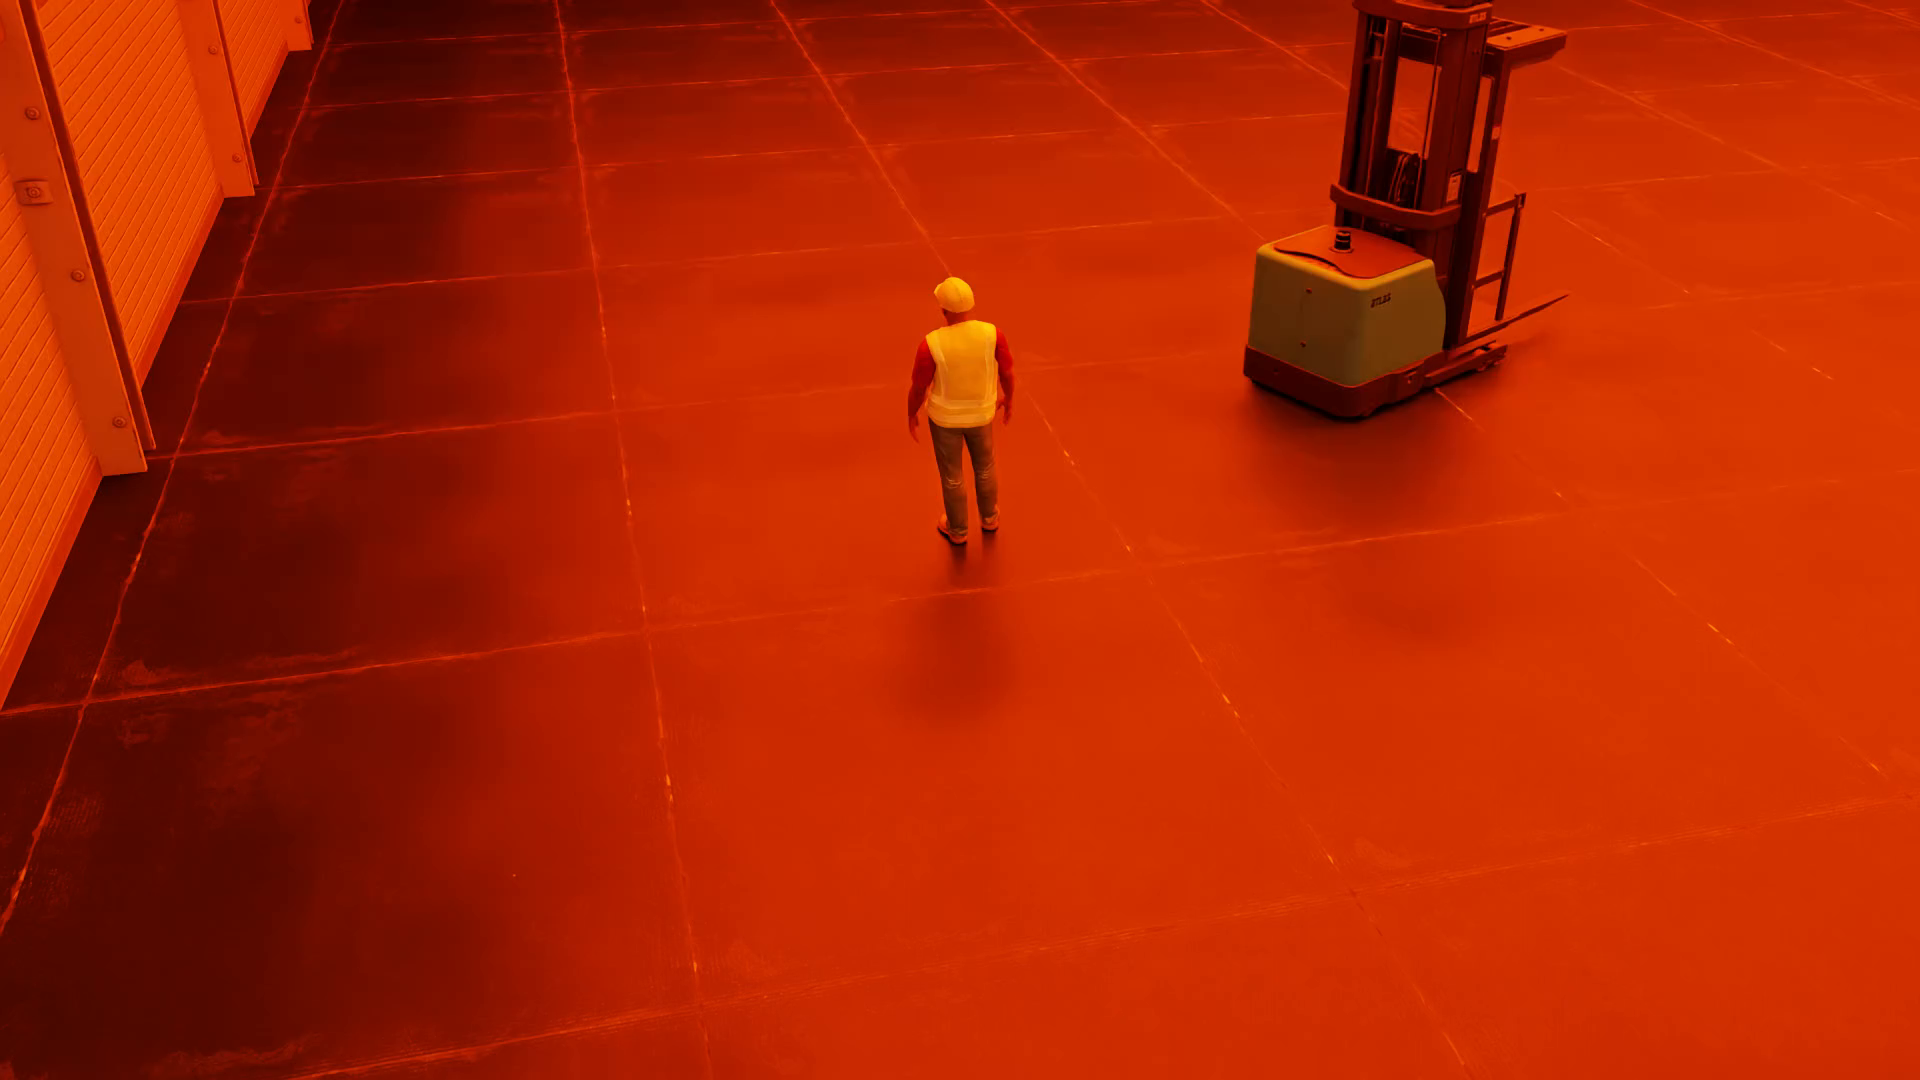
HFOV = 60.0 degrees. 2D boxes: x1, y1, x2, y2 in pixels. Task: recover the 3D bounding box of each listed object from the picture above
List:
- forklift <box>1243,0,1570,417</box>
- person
[{"bbox_3d":[3.590,-2.744,12.314,3.031,2.935,1.130,-22,37,-33],"label":"forklift"},{"bbox_3d":[-0.010,-0.805,10.113,0.665,1.765,0.577,-7,31,-12],"label":"person"}]
